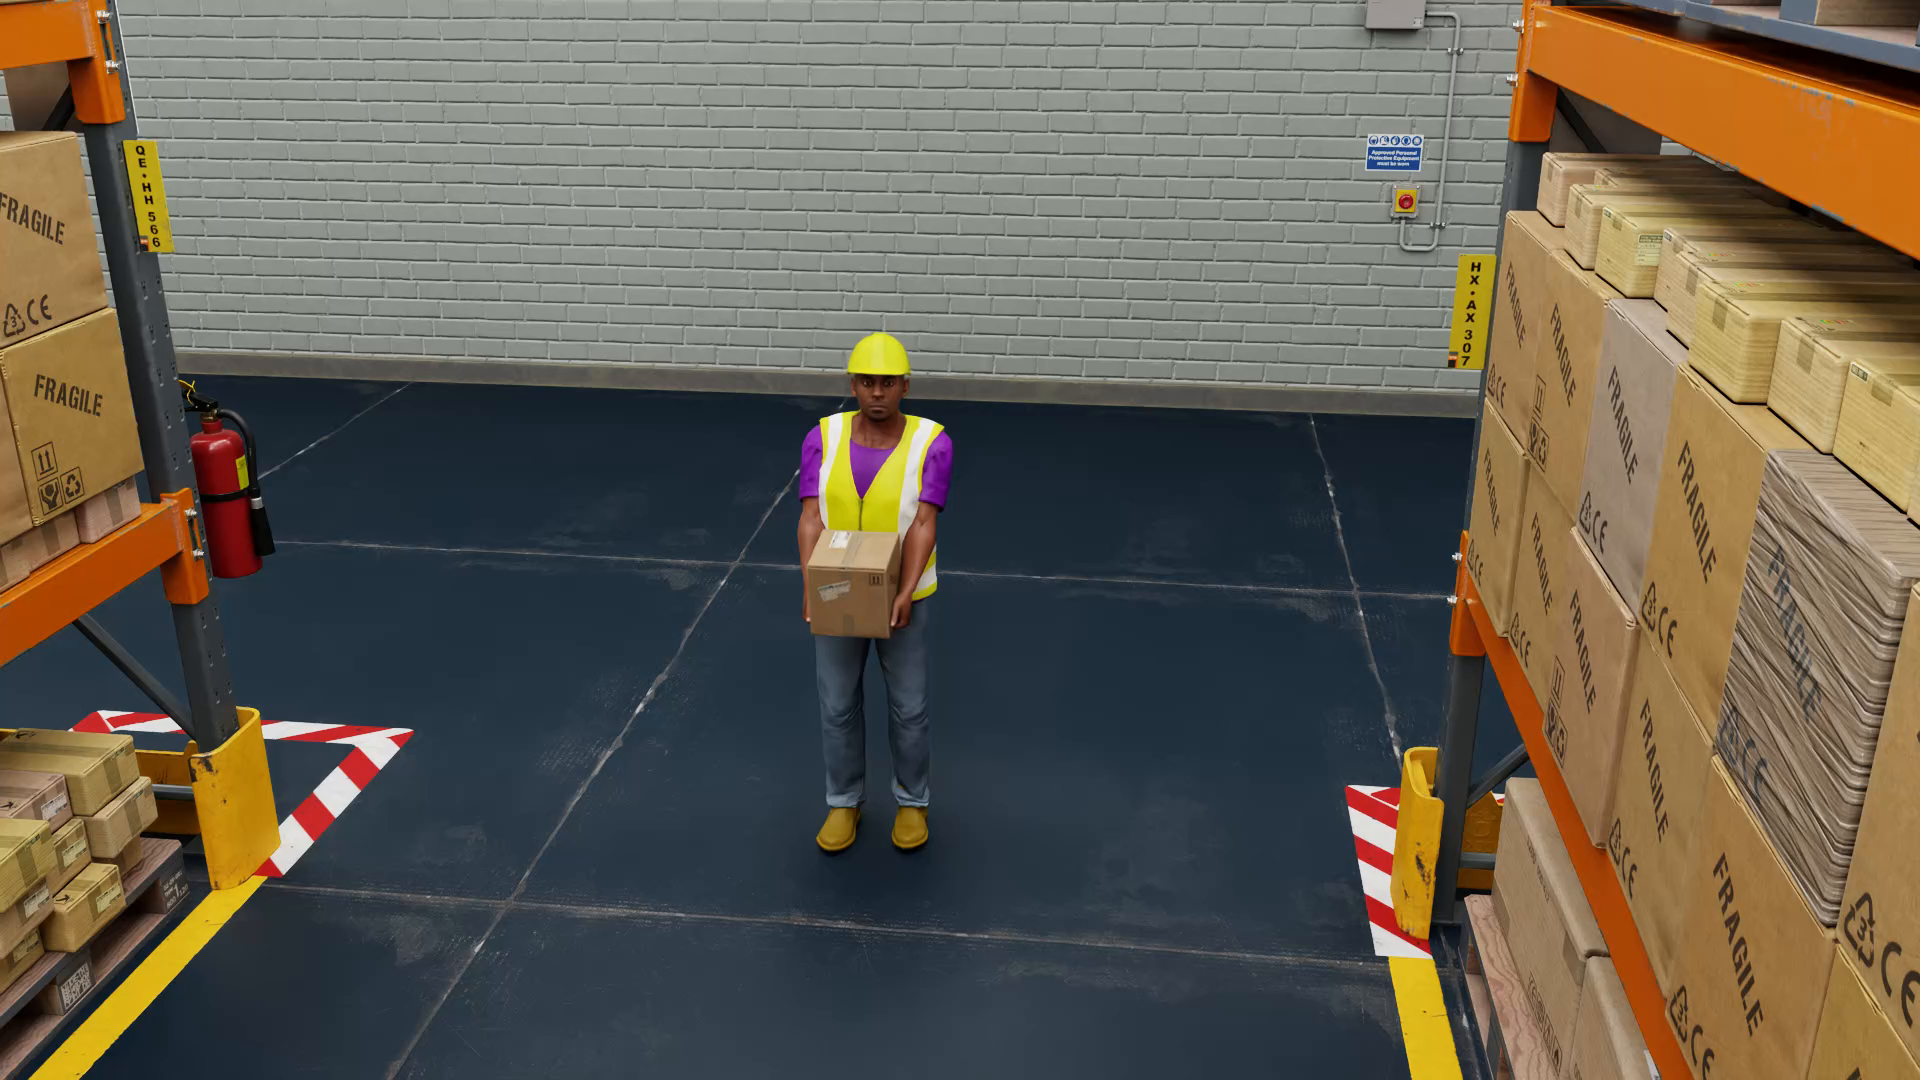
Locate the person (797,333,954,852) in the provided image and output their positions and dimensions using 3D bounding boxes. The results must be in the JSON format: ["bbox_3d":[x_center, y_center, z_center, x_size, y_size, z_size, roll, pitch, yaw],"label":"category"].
[{"bbox_3d":[-0.291,0.215,5.499,0.503,1.760,0.577,3,21,7],"label":"person"}]
